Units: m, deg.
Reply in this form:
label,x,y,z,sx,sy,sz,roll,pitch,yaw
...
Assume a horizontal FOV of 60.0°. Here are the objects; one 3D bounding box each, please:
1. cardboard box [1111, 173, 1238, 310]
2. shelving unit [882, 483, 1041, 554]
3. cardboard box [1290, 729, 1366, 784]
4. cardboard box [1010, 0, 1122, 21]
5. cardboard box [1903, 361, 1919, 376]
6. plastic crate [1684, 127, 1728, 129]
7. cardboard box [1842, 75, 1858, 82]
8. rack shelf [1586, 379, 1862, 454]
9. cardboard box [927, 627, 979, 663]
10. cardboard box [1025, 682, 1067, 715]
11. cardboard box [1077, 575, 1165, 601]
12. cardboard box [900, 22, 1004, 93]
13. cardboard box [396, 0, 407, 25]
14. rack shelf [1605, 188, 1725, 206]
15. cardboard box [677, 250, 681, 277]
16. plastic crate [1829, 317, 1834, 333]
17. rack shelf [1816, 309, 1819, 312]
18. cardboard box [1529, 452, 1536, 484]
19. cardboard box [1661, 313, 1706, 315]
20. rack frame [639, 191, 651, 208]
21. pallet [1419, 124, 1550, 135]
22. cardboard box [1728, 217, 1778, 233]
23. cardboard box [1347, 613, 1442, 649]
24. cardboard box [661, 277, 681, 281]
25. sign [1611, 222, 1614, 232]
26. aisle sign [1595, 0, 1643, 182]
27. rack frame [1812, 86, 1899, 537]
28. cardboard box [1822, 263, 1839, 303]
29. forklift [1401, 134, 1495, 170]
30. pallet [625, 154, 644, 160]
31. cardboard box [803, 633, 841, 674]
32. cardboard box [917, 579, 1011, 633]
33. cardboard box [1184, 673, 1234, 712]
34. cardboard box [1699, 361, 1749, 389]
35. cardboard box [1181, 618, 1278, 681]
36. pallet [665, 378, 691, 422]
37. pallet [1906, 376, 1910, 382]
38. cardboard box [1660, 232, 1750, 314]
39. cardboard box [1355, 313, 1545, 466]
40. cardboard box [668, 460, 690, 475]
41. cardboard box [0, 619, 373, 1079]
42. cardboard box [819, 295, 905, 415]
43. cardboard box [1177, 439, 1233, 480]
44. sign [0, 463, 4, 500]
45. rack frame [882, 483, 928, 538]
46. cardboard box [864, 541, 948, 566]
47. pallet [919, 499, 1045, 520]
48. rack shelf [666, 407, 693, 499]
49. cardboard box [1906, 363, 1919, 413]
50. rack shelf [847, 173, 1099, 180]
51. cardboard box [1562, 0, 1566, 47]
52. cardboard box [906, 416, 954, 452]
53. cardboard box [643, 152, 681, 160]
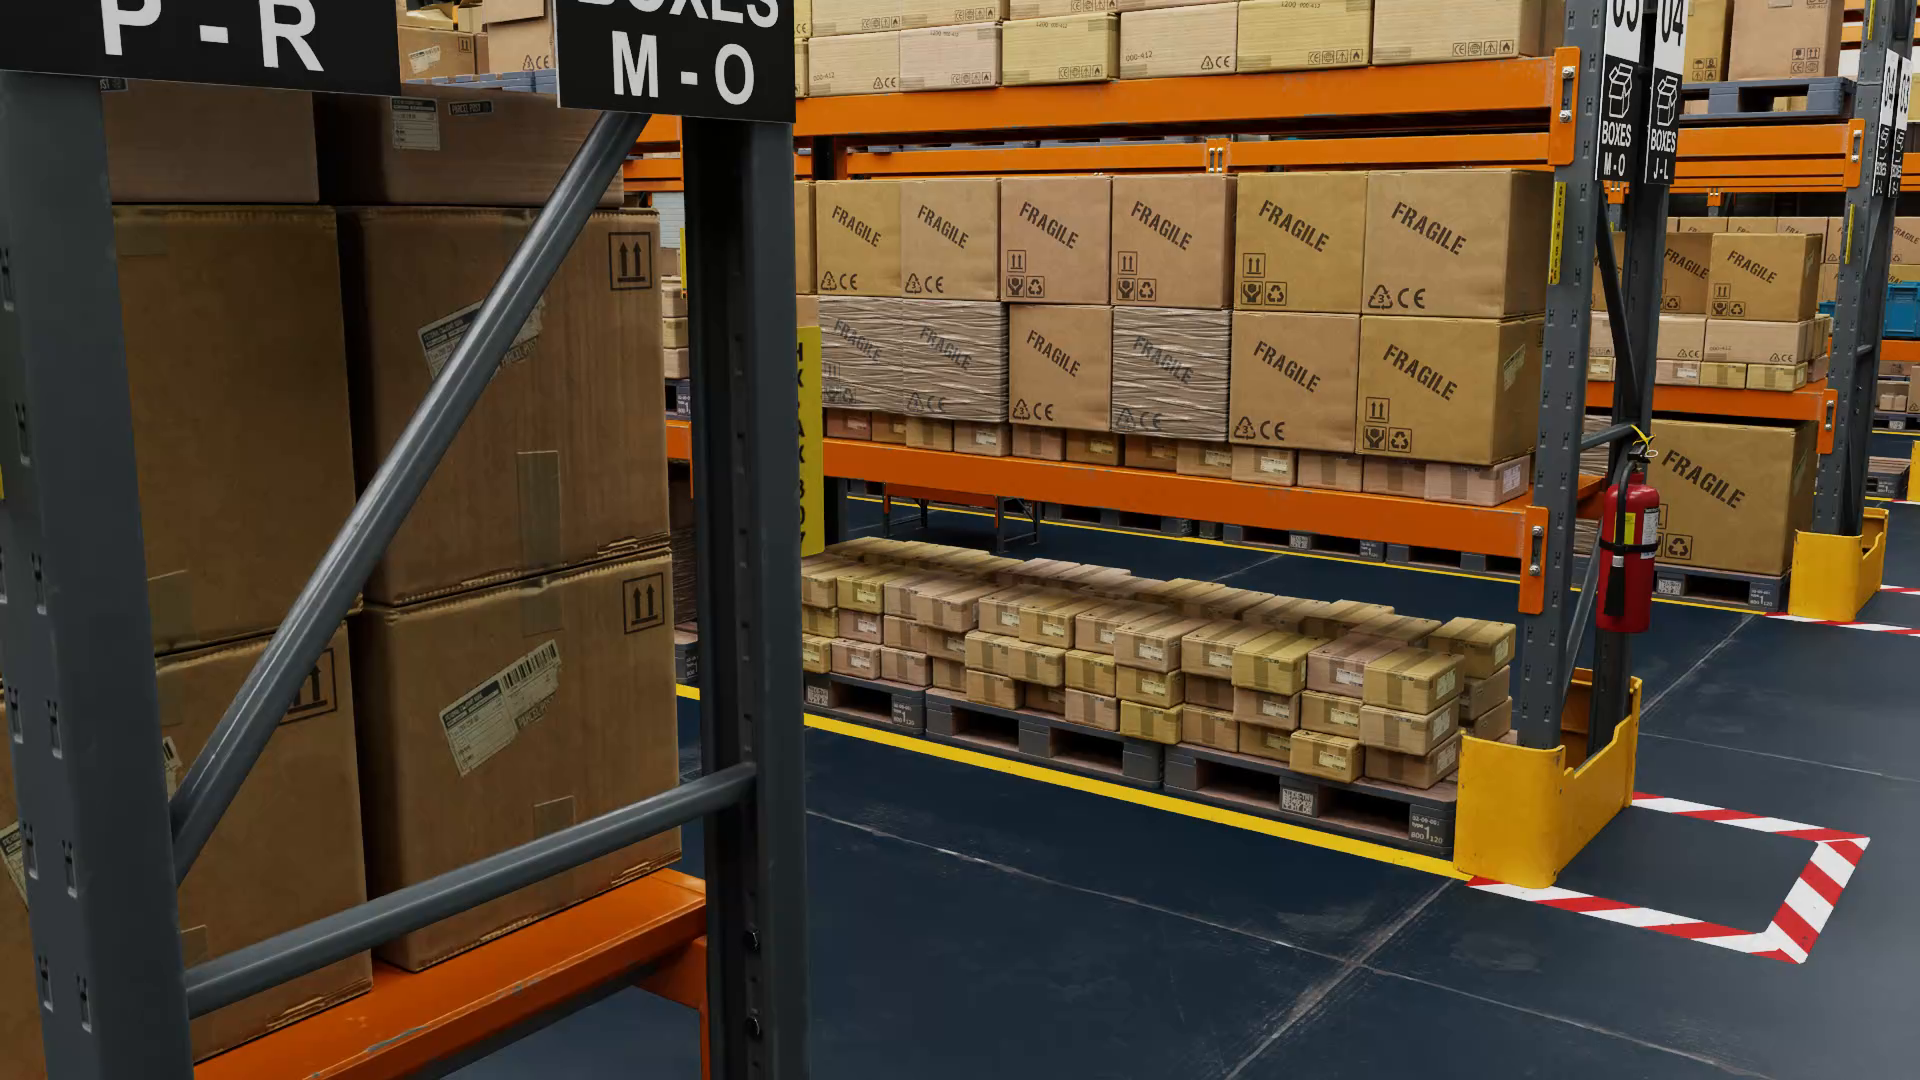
label,x,y,z,sx,sy,sz,roll,pitch,yaw
cardboard box,0.938,-1.170,6.501,0.500,0.500,0.500,9,14,38
shelving unit,0.005,-0.552,11.919,1.048,1.125,0.538,8,13,36
cardboard box,1.472,0.796,6.416,0.250,0.149,0.380,8,14,37
cardboard box,0.541,-2.188,6.621,0.500,0.250,0.500,7,13,33
cardboard box,13.073,-2.478,22.416,0.500,0.500,0.700,8,13,35
plastic crate,6.632,-3.574,15.019,0.530,0.282,0.437,8,13,36
cardboard box,9.928,-4.797,18.138,0.500,0.500,0.700,8,13,36
rack shelf,3.692,-0.976,11.071,4.000,0.370,1.077,8,13,36
cardboard box,0.064,0.433,7.511,0.250,0.149,0.380,9,14,38
cardboard box,0.493,0.635,7.250,0.250,0.149,0.380,8,14,37
cardboard box,0.734,0.276,7.542,0.250,0.149,0.380,8,14,36
cardboard box,0.097,-1.996,6.949,0.500,0.250,0.500,9,14,38
cardboard box,-3.354,-2.985,9.387,0.258,0.266,0.396,8,13,36
rack shelf,9.264,-5.173,24.870,4.000,0.370,1.077,8,13,36
cardboard box,-2.112,-2.361,14.968,0.500,0.500,0.700,11,15,44
plastic crate,7.472,-1.827,14.110,0.243,0.136,0.396,8,13,36
rack shelf,9.559,-2.492,18.909,4.000,0.370,1.077,8,13,36
cardboard box,2.220,-0.320,6.446,0.250,0.149,0.380,8,13,35
cardboard box,4.654,-1.330,10.616,0.500,0.250,0.500,8,13,35
rack frame,-4.660,-3.661,23.058,0.127,3.000,1.000,8,13,36
pallet,3.713,-2.752,10.696,1.213,0.211,1.003,8,13,36
cardboard box,8.990,-3.398,18.803,0.500,0.500,0.500,7,13,34
cardboard box,1.772,0.422,6.787,0.250,0.149,0.380,8,14,37
cardboard box,-1.615,-1.384,9.275,0.250,0.149,0.380,8,13,35
sign,7.621,-3.553,19.451,0.005,0.325,0.100,8,13,36
aisle sign,2.168,-1.579,5.448,0.004,0.787,0.394,8,13,36
rack frame,5.304,-1.104,9.841,0.127,3.000,1.000,8,13,36
cardboard box,9.830,-2.793,18.306,0.500,0.500,0.500,8,14,36
forklift,3.375,-1.779,13.511,3.031,2.935,1.130,9,14,38
pallet,-3.095,-3.632,15.504,1.003,0.211,1.213,8,13,36
cardboard box,-0.619,0.507,7.910,0.250,0.149,0.380,8,14,37
cardboard box,0.019,0.294,7.448,0.250,0.149,0.380,8,14,37
cardboard box,1.117,0.571,6.796,0.250,0.149,0.380,8,13,35
cardboard box,4.612,-1.000,9.961,0.250,0.149,0.380,8,14,36
cardboard box,1.087,0.439,6.698,0.250,0.149,0.380,7,13,33
pallet,-1.467,-0.820,8.877,1.213,0.211,1.003,8,13,36
pallet,13.409,-2.088,22.268,1.213,0.211,1.003,8,13,36
cardboard box,4.674,-1.696,10.539,0.500,0.500,0.500,8,13,34
cardboard box,1.773,-0.563,5.994,0.500,0.500,0.500,8,14,37
cardboard box,-1.376,-0.277,9.064,0.500,0.250,0.500,7,13,33
cardboard box,-1.107,0.350,2.060,0.500,0.500,0.500,8,14,36
cardboard box,-0.284,-0.852,7.492,0.500,0.500,0.500,8,13,36
cardboard box,1.053,-0.345,6.579,0.250,0.149,0.380,7,13,33
sign,-0.894,-0.190,1.445,0.005,0.325,0.100,8,13,36
rack frame,-0.404,-0.609,12.214,0.032,1.125,0.500,8,13,36
cardboard box,-0.267,0.118,8.356,0.250,0.149,0.380,8,14,36
pallet,0.426,-0.397,13.528,1.213,0.211,1.003,8,13,36
rack shelf,-2.549,-0.678,9.530,4.000,0.370,1.077,8,13,36
cardboard box,10.587,-1.633,17.995,0.500,0.500,0.500,8,13,36
rack shelf,0.176,-4.106,19.355,4.000,0.370,1.077,8,13,36
cardboard box,2.077,-1.845,6.167,0.500,0.250,0.500,9,14,38
cardboard box,-0.024,-0.491,7.334,0.250,0.149,0.380,8,14,37
cardboard box,-2.483,-3.529,14.873,0.500,0.250,0.500,8,14,37
